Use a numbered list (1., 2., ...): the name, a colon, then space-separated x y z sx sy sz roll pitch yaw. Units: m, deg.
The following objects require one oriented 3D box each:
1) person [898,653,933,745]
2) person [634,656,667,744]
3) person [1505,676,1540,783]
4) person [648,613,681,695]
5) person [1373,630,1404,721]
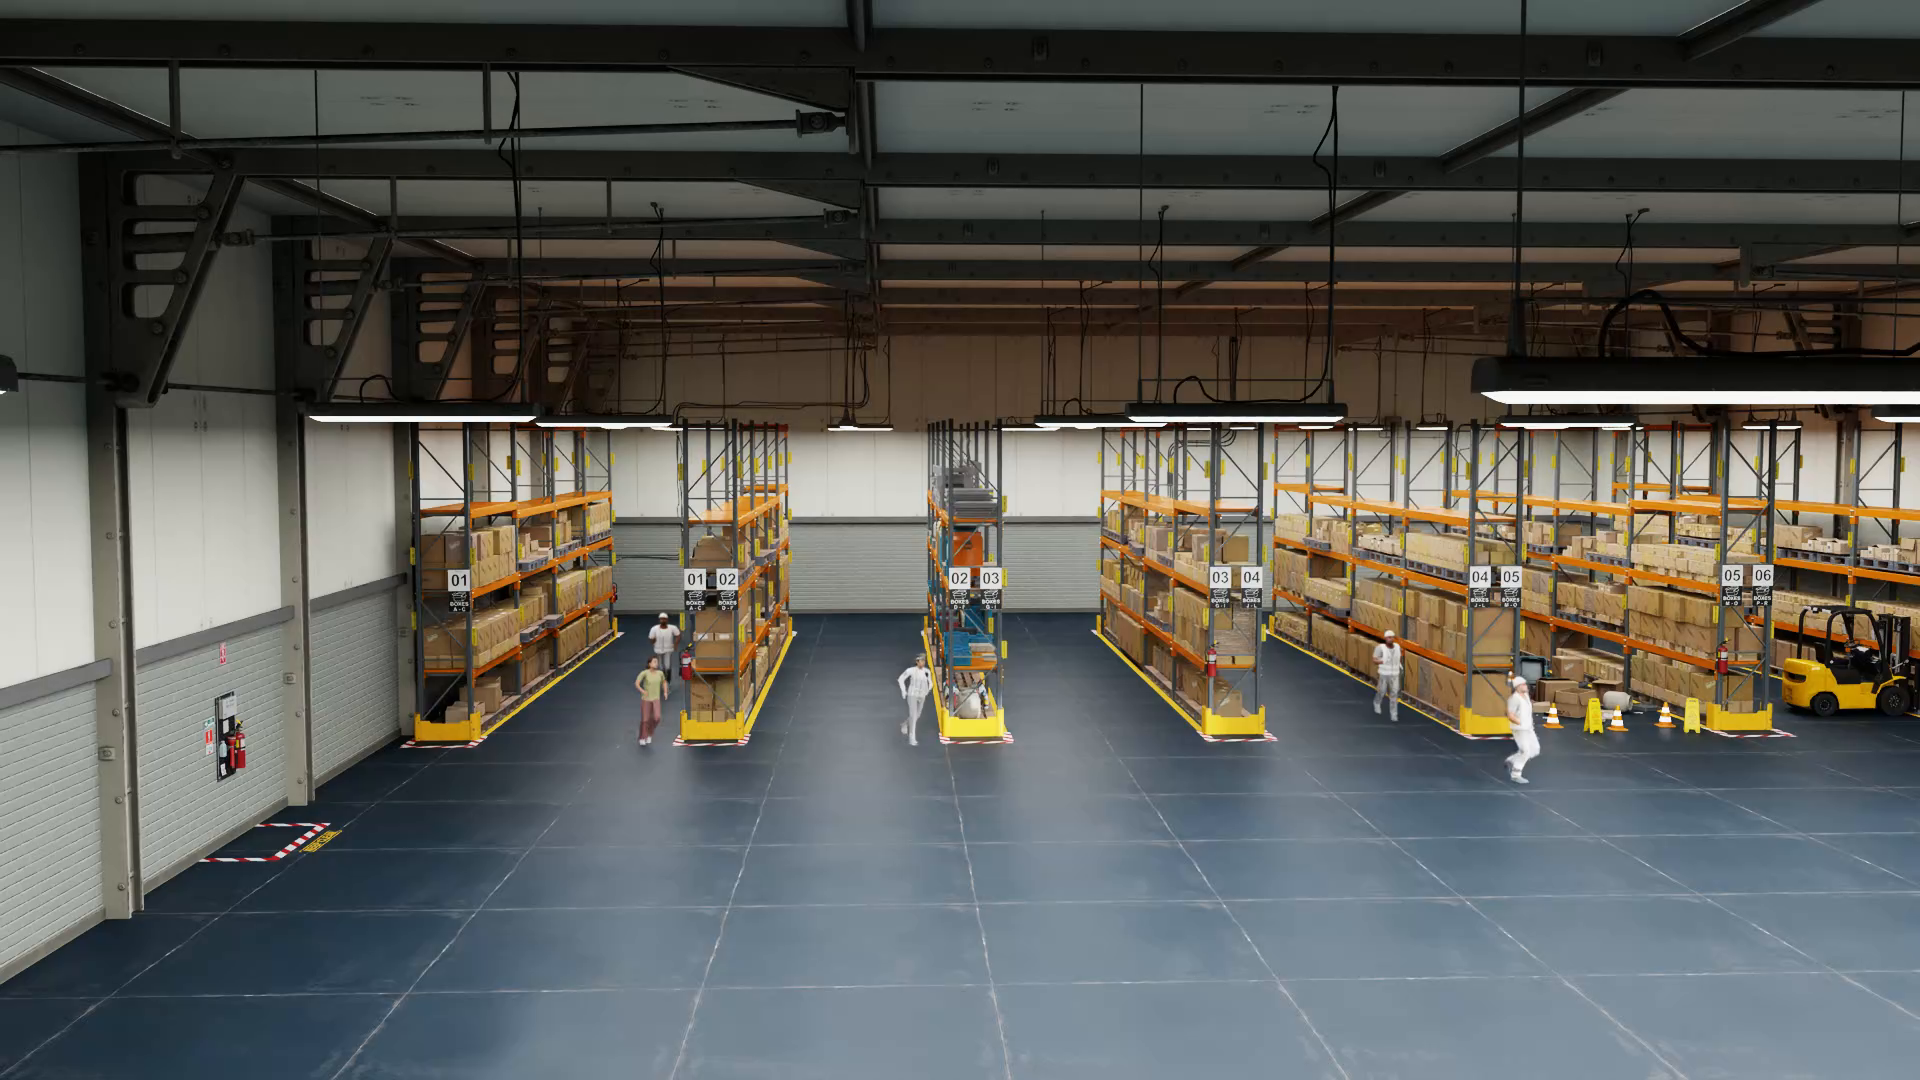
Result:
1. person: -0.817 2.926 30.950 0.657 1.667 0.824 -2 4 -25
2. person: -5.648 2.952 30.555 0.649 1.619 0.565 -2 4 -28
3. person: 9.212 3.106 27.286 0.544 1.745 0.663 3 5 40
4. person: -6.515 2.503 36.592 0.673 1.812 0.706 0 4 -1
5. person: 8.541 2.676 33.200 0.685 1.765 0.984 0 4 -6
